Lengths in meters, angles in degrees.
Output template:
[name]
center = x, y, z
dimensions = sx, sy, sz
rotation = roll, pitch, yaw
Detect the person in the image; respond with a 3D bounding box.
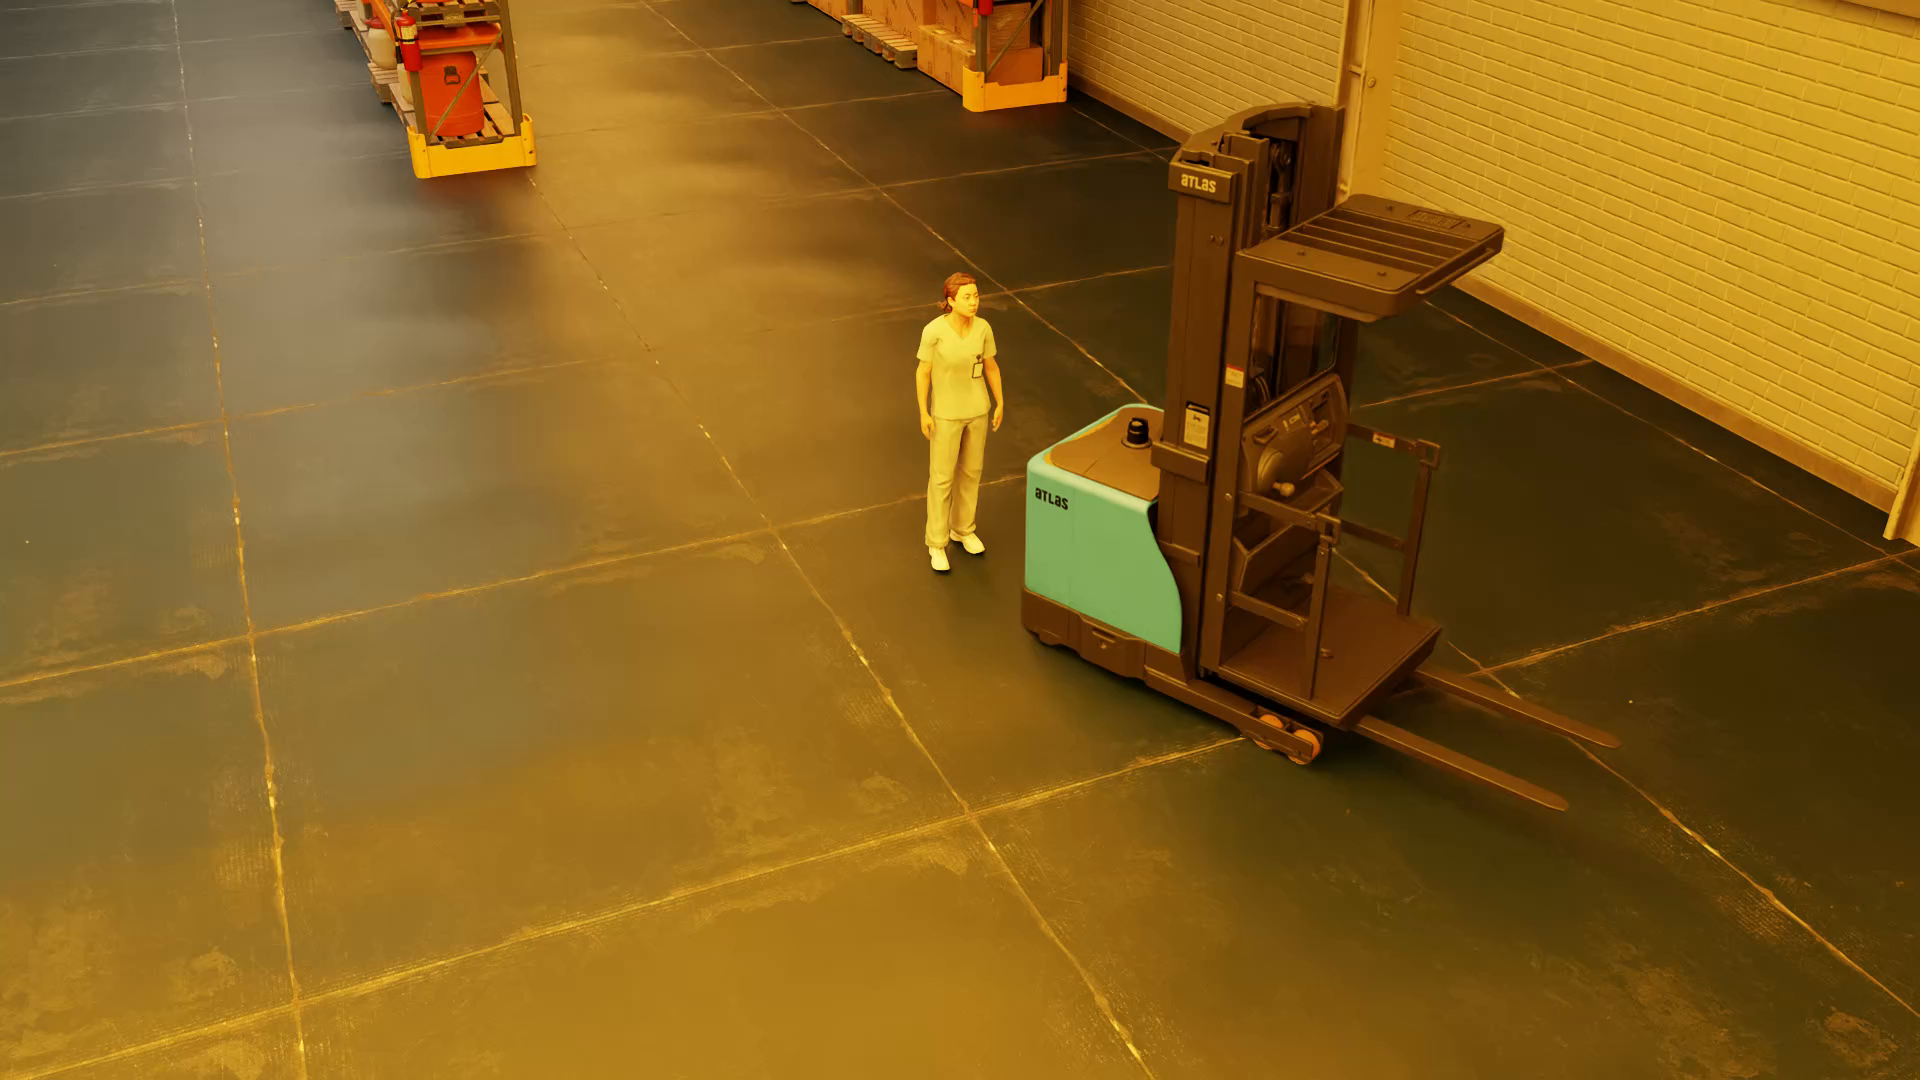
[person]
center = 0.017, -0.698, 9.590
dimensions = 0.550, 1.675, 0.549
rotation = -12, 32, -20

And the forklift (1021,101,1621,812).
[forklift]
center = 1.785, -0.470, 7.942
dimensions = 3.031, 2.935, 1.130
rotation = 23, 37, 34
